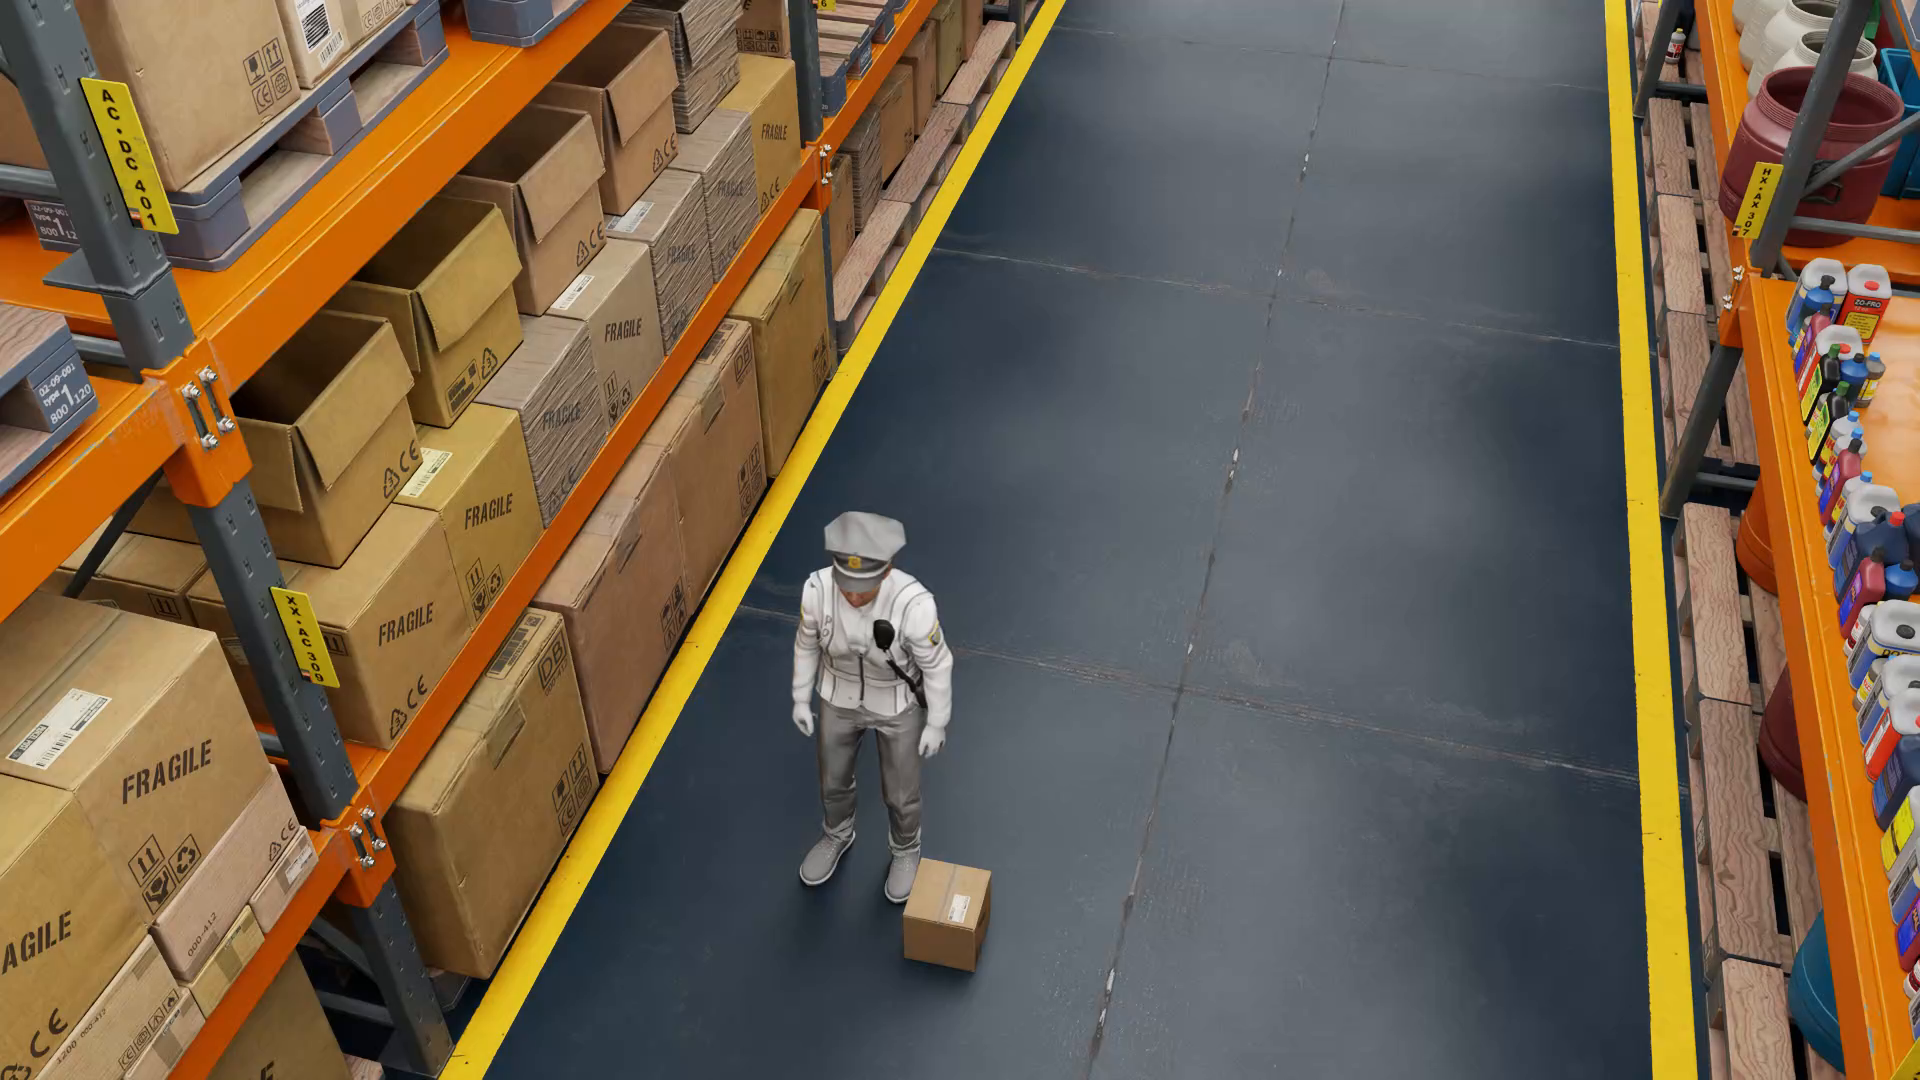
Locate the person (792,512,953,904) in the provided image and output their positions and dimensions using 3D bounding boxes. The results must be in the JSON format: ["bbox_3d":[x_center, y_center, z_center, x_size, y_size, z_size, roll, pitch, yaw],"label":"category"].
[{"bbox_3d":[-0.293,0.558,5.519,0.541,1.664,0.374,10,42,11],"label":"person"}]
